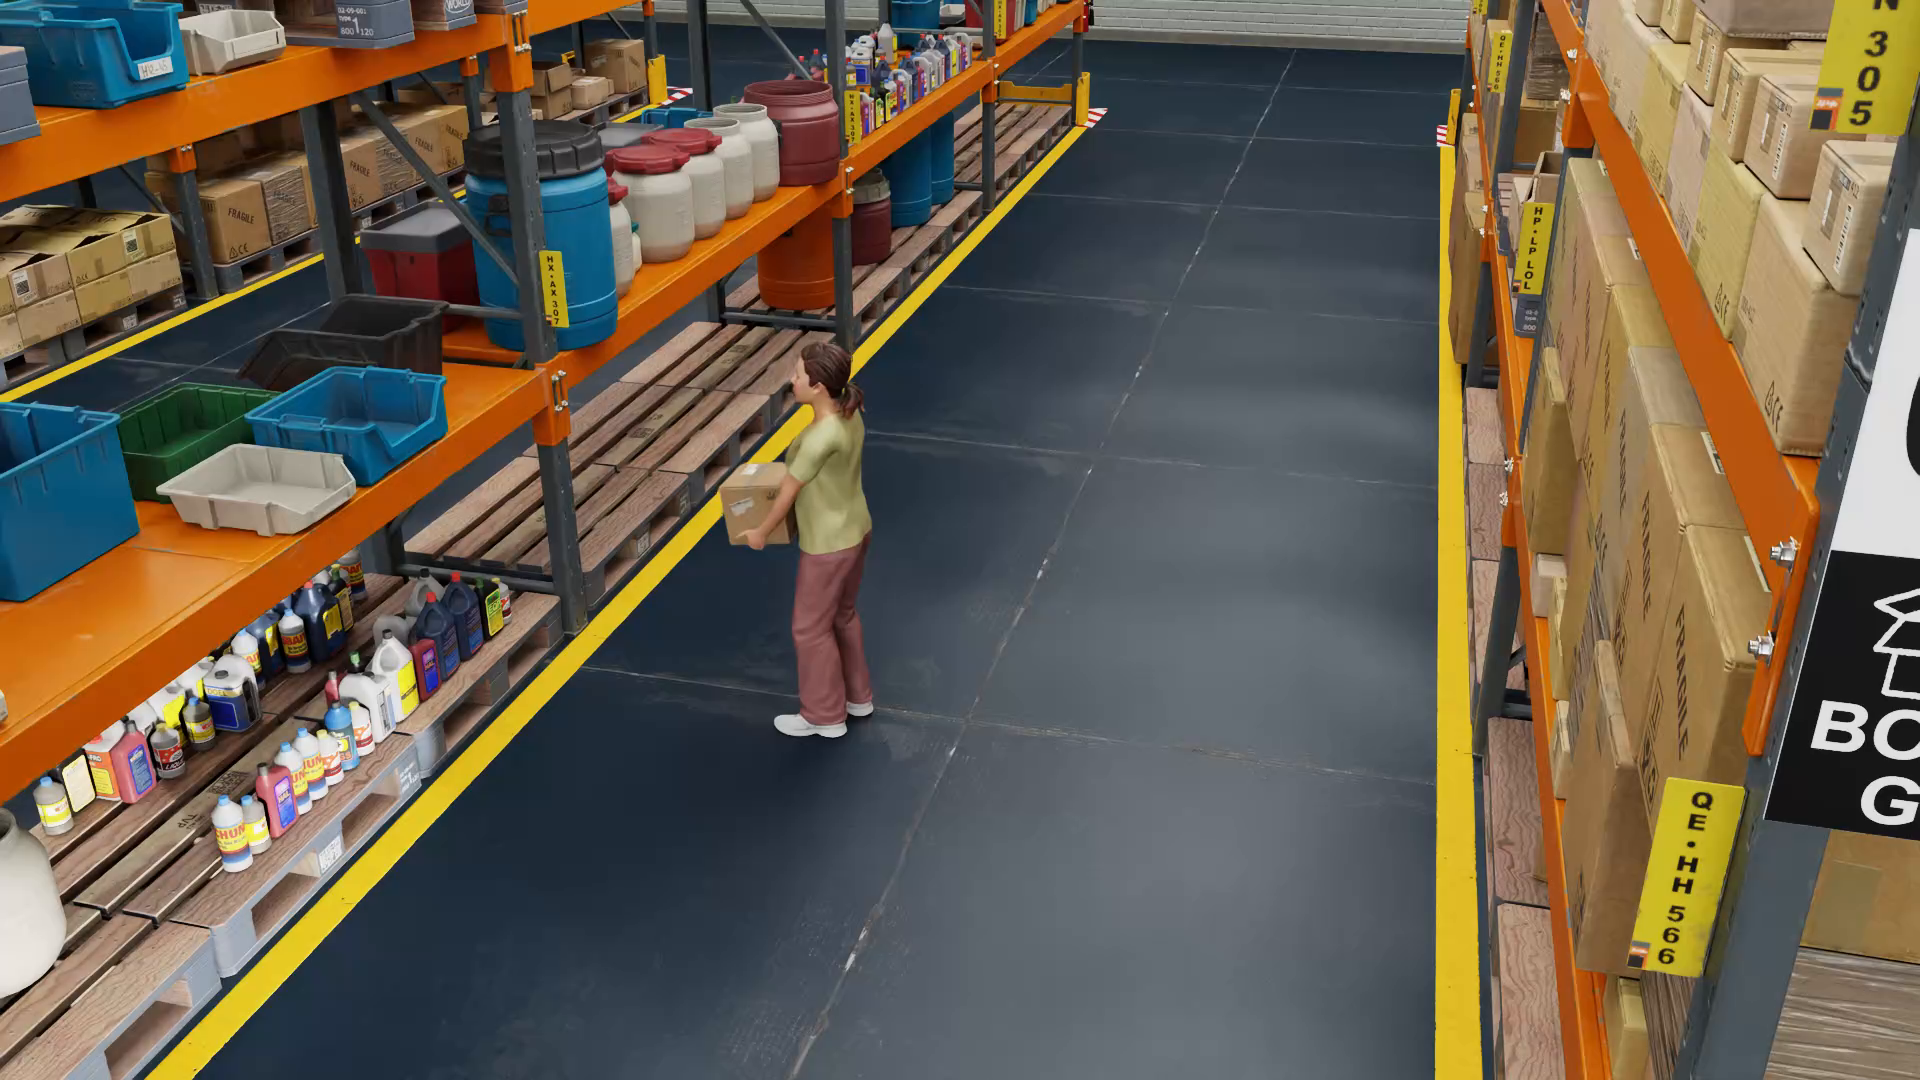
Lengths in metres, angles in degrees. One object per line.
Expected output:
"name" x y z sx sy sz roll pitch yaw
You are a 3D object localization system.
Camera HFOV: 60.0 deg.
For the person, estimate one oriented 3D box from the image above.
"person" -0.602 0.008 6.607 0.514 1.669 0.406 6 26 12
